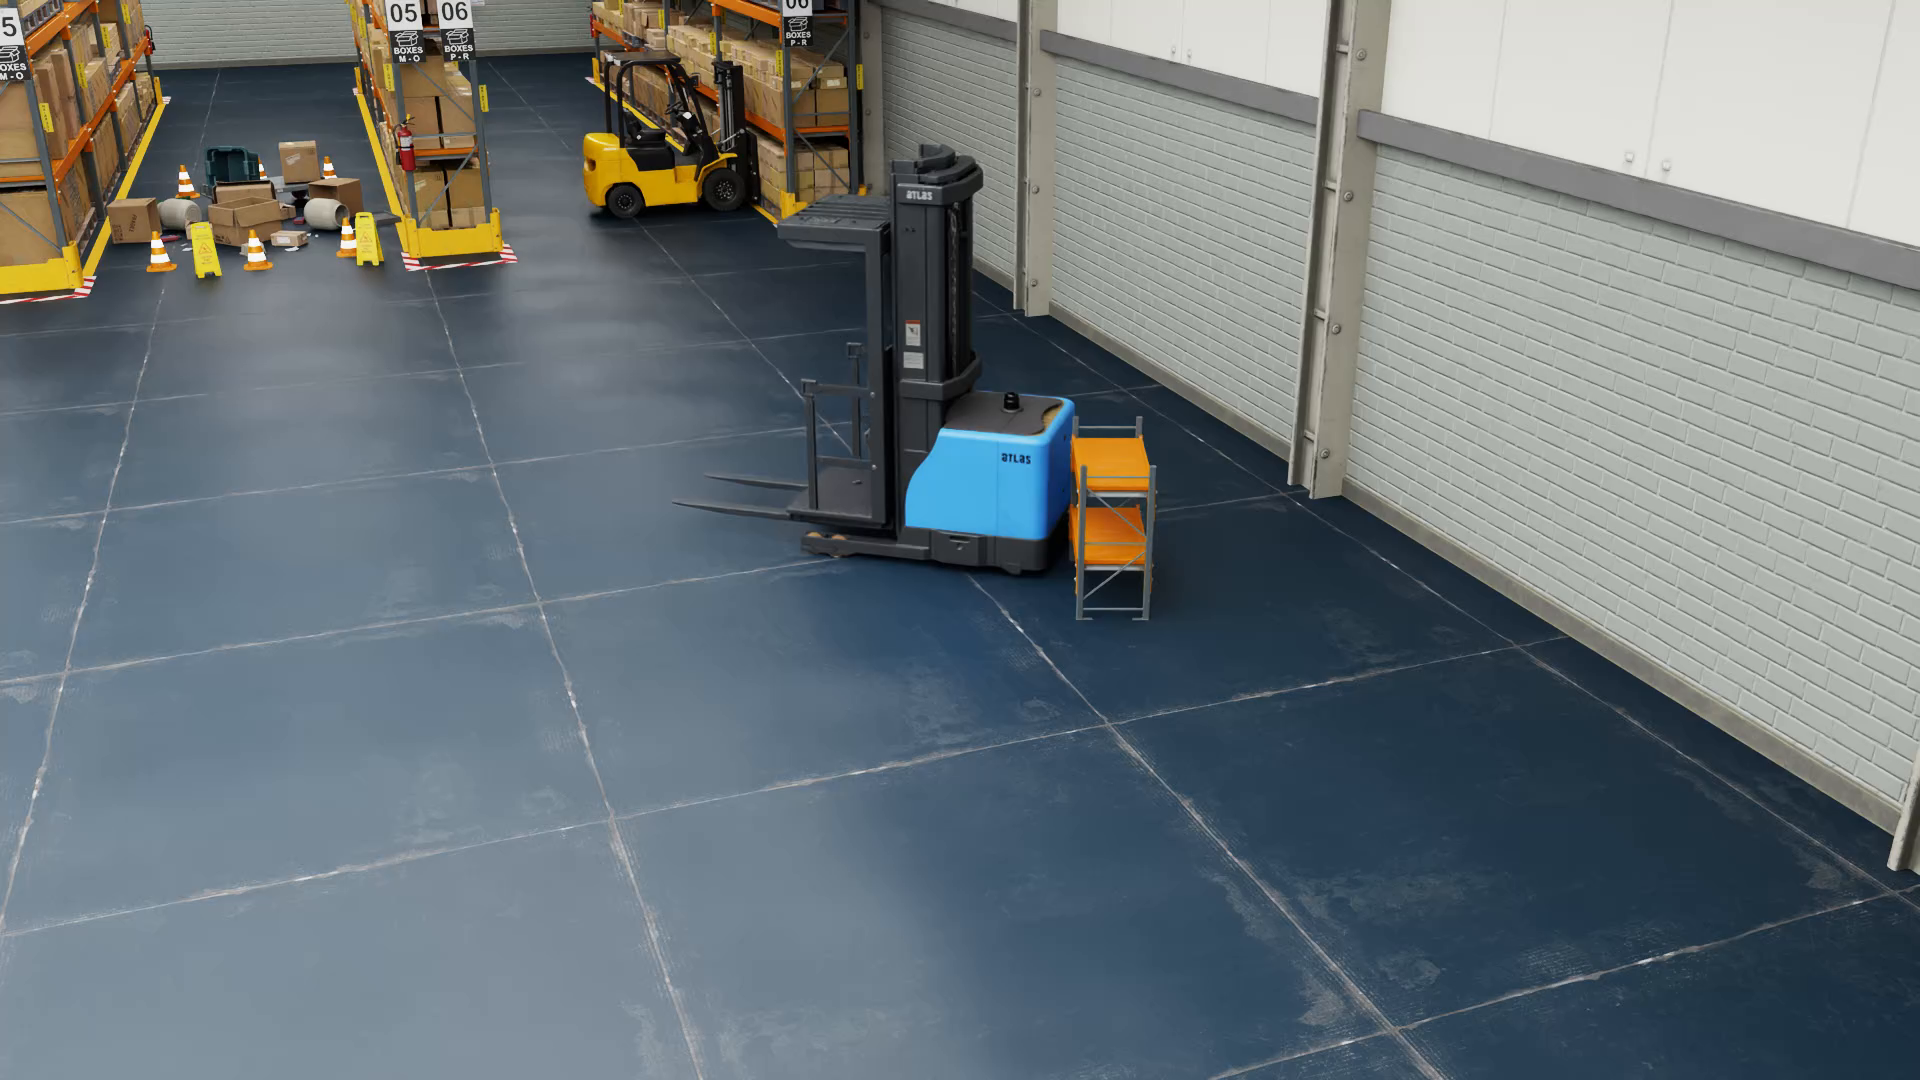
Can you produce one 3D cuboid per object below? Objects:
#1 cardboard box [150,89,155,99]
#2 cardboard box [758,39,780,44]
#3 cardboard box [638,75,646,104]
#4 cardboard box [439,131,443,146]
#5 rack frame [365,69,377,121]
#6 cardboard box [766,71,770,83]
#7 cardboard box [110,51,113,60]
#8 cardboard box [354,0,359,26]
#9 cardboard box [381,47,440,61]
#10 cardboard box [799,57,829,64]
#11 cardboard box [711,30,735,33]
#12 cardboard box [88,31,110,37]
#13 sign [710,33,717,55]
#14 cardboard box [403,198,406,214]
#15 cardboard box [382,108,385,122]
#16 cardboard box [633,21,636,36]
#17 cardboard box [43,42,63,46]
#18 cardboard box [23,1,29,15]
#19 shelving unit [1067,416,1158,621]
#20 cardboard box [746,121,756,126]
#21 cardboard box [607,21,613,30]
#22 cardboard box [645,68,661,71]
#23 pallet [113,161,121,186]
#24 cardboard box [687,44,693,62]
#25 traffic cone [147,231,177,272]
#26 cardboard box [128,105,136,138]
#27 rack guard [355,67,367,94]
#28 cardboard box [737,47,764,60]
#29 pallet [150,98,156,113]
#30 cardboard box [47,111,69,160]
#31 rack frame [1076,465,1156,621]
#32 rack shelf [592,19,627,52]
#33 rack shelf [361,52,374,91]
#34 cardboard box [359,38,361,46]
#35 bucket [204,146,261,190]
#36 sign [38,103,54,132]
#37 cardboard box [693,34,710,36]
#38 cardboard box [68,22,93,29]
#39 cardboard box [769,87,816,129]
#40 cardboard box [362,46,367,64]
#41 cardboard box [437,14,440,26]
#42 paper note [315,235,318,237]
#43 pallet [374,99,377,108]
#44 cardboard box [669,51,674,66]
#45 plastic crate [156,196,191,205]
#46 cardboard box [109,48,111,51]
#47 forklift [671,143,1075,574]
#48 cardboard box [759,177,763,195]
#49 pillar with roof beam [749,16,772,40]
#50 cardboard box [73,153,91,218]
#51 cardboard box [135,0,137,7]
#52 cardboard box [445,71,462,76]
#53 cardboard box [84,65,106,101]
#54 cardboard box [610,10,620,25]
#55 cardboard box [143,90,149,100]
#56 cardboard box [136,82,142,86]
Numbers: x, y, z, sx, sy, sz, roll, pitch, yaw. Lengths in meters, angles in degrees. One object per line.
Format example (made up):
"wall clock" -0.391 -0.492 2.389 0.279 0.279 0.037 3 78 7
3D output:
"cardboard box" -16.216 -8.844 33.001 0.380 0.149 0.250 -8 24 -17
"cardboard box" -2.910 -7.652 25.696 0.380 0.149 0.250 -8 24 -19
"cardboard box" -5.974 -8.794 32.431 0.500 0.500 0.500 -9 24 -20
"cardboard box" -6.564 -5.235 21.631 0.380 0.149 0.250 -8 24 -18
"rack frame" -10.774 -9.469 31.354 1.000 3.000 0.127 -8 24 -19
"cardboard box" -2.507 -6.507 23.362 0.380 0.149 0.250 -9 24 -19
"cardboard box" -14.487 -8.144 27.993 0.380 0.149 0.250 -9 25 -21
"cardboard box" -10.888 -9.776 30.667 0.500 0.500 0.500 -8 24 -18
"cardboard box" -7.092 -6.093 21.545 0.700 0.500 0.500 -8 24 -18
"cardboard box" -2.052 -6.710 23.462 0.380 0.149 0.250 -8 24 -19
"cardboard box" -4.012 -8.585 28.293 0.380 0.149 0.250 -8 24 -19
"cardboard box" -14.585 -8.512 28.101 0.380 0.149 0.250 -9 25 -21
"sign" -3.810 -7.664 25.682 0.100 0.325 0.005 -8 24 -19
"cardboard box" -7.248 -4.481 22.520 0.500 0.250 0.500 -8 24 -19
"cardboard box" -9.839 -7.817 29.629 0.875 0.875 0.875 -8 24 -18
"cardboard box" -6.000 -9.725 31.595 0.396 0.266 0.258 -7 24 -16
"cardboard box" -12.908 -6.719 23.414 0.700 0.500 0.500 -9 24 -20
"cardboard box" -11.042 -6.160 19.295 0.380 0.149 0.250 -8 24 -18
"shelving unit" 1.056 -0.169 11.703 0.538 1.125 1.048 0 23 1
"cardboard box" -3.257 -6.226 25.371 0.500 0.250 0.500 -8 24 -19
"cardboard box" -7.165 -10.764 34.750 0.380 0.149 0.250 -8 24 -18
"cardboard box" -5.873 -9.046 32.192 0.380 0.149 0.250 -9 24 -20
"pallet" -13.748 -5.718 26.044 1.003 0.211 1.213 -8 24 -19
"cardboard box" -4.243 -8.108 27.673 0.500 0.250 0.500 -8 24 -18
"traffic cone" -9.989 -3.612 20.723 0.336 0.463 0.334 -8 24 -19
"cardboard box" -14.514 -7.187 28.617 0.500 0.500 0.500 -9 24 -20
"rack guard" -12.196 -9.779 35.308 1.175 0.500 0.348 -8 24 -19
"cardboard box" -3.084 -7.198 24.618 0.380 0.149 0.250 -9 24 -20
"pallet" -16.502 -8.594 32.868 1.003 0.211 1.213 -8 24 -19
"cardboard box" -11.599 -5.008 20.577 0.875 0.550 0.550 -8 24 -19
"rack frame" 1.050 0.028 11.234 0.500 1.125 0.032 0 23 1
"rack shelf" -6.839 -10.547 34.837 1.077 0.370 4.000 -8 24 -19
"rack shelf" -10.068 -8.411 29.769 1.077 0.370 4.000 -8 24 -19
"cardboard box" -11.177 -9.648 31.651 0.500 0.500 0.500 -8 24 -19
"bucket" -10.338 -5.305 23.732 0.726 0.611 0.620 0 13 -1
"sign" -10.609 -4.902 19.302 0.100 0.325 0.005 -8 24 -19
"cardboard box" -4.234 -8.338 27.706 0.380 0.149 0.250 -8 24 -19
"cardboard box" -15.805 -9.073 29.903 0.500 0.500 0.500 -8 24 -19
"cardboard box" -2.312 -5.980 22.947 0.500 0.500 0.500 -9 24 -20
"cardboard box" -10.347 -8.645 29.591 0.500 0.250 0.500 -9 24 -20
"cardboard box" -6.349 -6.540 20.867 0.380 0.149 0.250 -8 24 -19
"paper note" -8.707 -4.118 22.508 0.032 0.001 0.123 -8 24 -19
"pallet" -10.970 -8.471 32.576 1.003 0.211 1.213 -8 24 -19
"cardboard box" -4.791 -8.434 29.092 0.500 0.250 0.500 -8 24 -19
"plastic crate" -11.256 -4.694 23.570 0.450 0.188 0.662 -6 21 12
"cardboard box" -14.495 -8.283 27.940 0.380 0.149 0.250 -7 24 -17
"forklift" -0.697 -1.407 12.315 3.031 2.935 1.130 6 24 15
"cardboard box" -2.689 -5.210 24.249 0.500 0.250 0.500 -8 24 -18
"pillar with roof beam" -7.443 -10.522 26.127 9.100 9.000 0.400 -8 24 -19
"cardboard box" -12.387 -4.823 22.525 0.875 0.875 0.875 -8 24 -18
"cardboard box" -16.209 -10.534 32.082 0.500 0.500 0.500 -9 25 -21
"cardboard box" -7.183 -6.244 23.190 0.500 0.500 0.500 -8 24 -18
"cardboard box" -13.195 -6.856 25.025 0.500 0.500 0.500 -9 24 -20
"cardboard box" -6.895 -10.734 34.165 0.500 0.250 0.500 -9 24 -19
"cardboard box" -15.752 -8.504 31.811 0.380 0.149 0.250 -8 24 -18
"cardboard box" -15.826 -8.632 31.732 0.380 0.149 0.250 -8 24 -19
